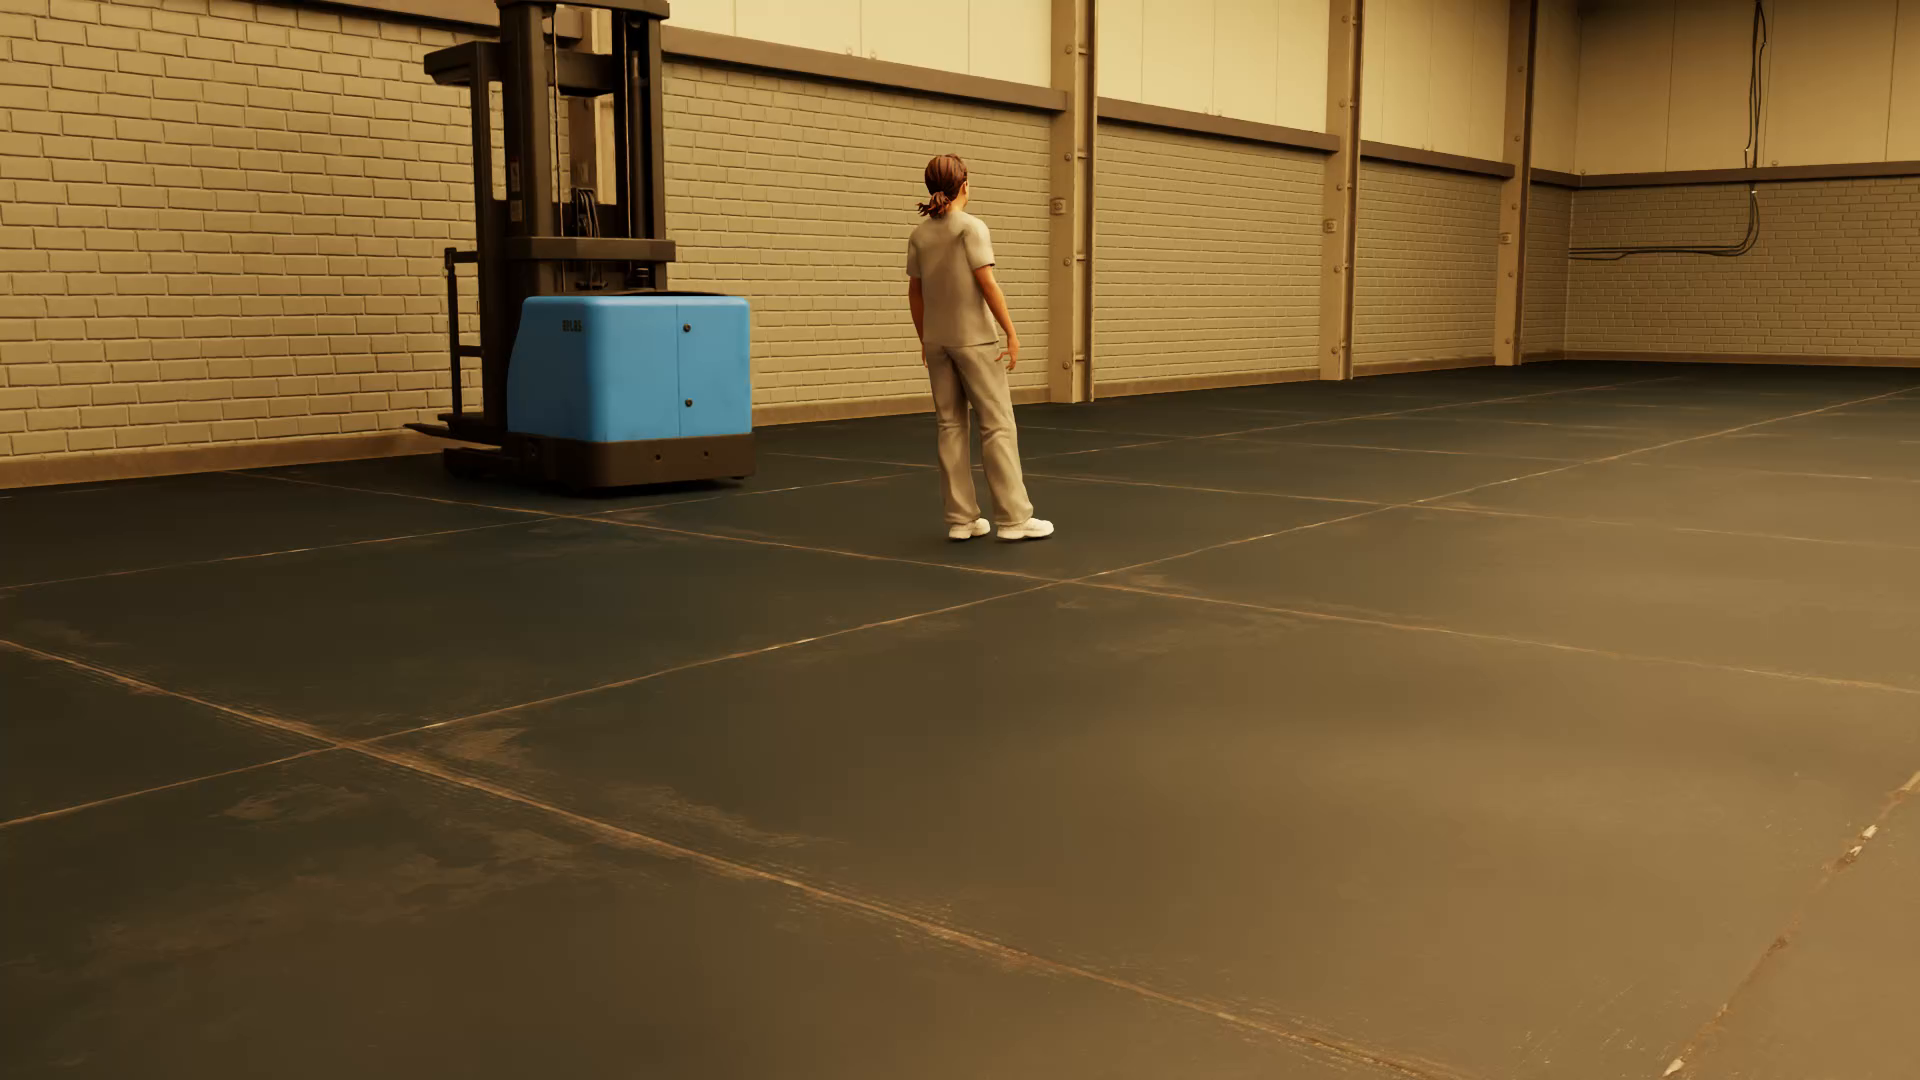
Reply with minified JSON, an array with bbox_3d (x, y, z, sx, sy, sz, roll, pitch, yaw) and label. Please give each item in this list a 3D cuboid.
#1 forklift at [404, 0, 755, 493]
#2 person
[{"bbox_3d":[-2.498,-1.868,10.045,1.130,2.935,3.031,-7,11,-40],"label":"forklift"},{"bbox_3d":[0.057,-0.843,7.331,0.549,1.675,0.549,7,11,38],"label":"person"}]
